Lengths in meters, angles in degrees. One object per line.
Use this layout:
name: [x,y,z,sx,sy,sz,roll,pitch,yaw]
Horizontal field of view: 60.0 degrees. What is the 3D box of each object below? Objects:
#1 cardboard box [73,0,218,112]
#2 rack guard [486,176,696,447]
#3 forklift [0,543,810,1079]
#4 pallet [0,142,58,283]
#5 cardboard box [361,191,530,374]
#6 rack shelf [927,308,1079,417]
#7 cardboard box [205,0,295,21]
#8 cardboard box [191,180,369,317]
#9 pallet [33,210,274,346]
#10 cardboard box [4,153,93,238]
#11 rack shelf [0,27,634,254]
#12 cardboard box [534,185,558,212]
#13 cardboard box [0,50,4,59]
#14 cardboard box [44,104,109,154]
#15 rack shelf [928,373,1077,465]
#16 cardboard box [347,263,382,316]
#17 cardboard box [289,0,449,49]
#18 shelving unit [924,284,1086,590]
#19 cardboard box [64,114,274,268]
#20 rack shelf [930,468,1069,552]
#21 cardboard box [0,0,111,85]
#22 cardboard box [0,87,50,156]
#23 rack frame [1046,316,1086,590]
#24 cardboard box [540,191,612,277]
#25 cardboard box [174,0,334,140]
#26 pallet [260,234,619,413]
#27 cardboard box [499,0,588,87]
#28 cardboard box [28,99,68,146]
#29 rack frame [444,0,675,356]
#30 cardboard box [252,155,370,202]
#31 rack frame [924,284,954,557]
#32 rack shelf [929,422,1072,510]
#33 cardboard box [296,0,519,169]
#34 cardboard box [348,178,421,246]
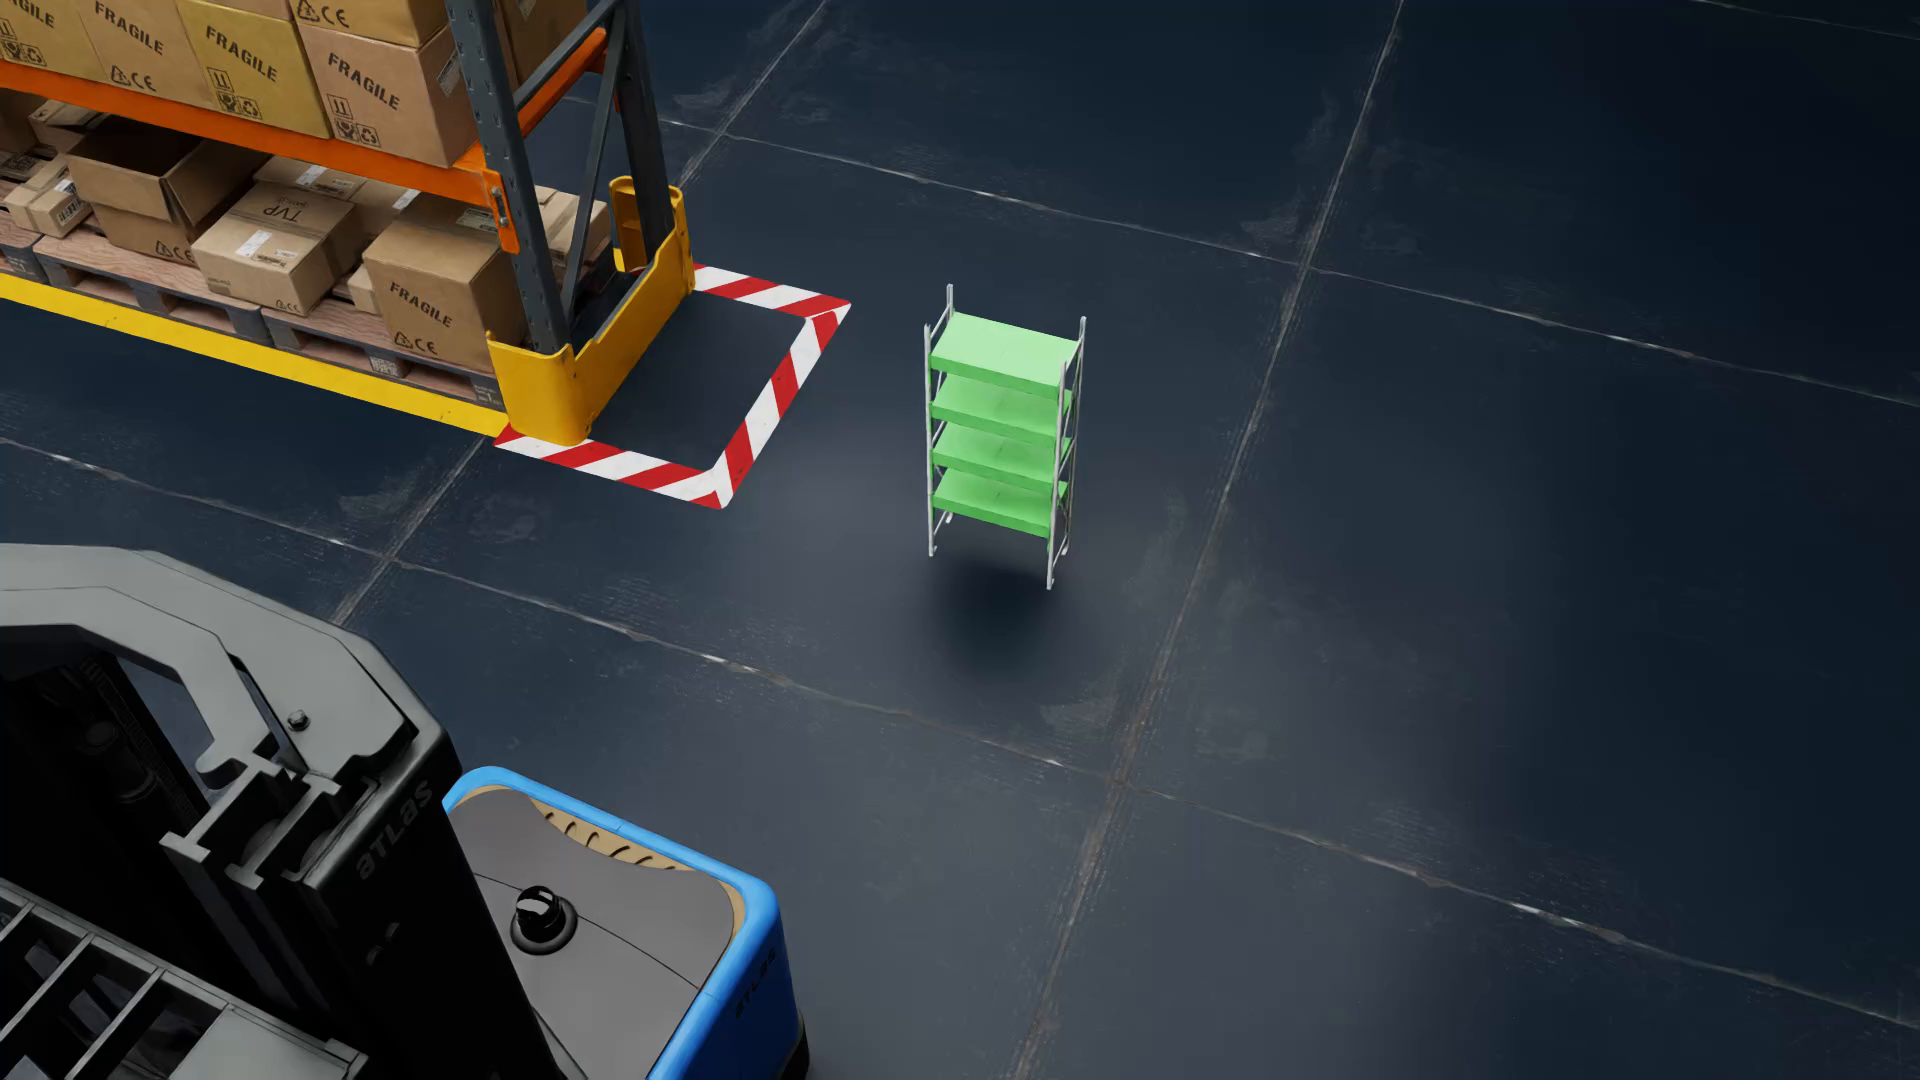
cardboard box: [-2.954,-2.023,6.319,0.500,0.500,0.500,16,51,13]
rack guard: [-1.557,-1.000,7.152,0.348,0.500,1.175,16,51,13]
forklift: [-1.550,1.521,3.359,1.130,2.935,3.031,20,52,16]
pallet: [-4.594,-1.752,7.996,1.213,0.211,1.003,16,51,13]
cardboard box: [-2.081,-1.092,6.941,0.500,0.500,0.500,16,51,13]
rack shelf: [0.155,-0.622,5.811,0.480,0.148,0.258,16,51,13]
cardboard box: [-2.473,-2.212,5.821,0.500,0.500,0.500,17,51,14]
cardboard box: [-2.962,-1.280,7.269,0.500,0.250,0.500,16,51,13]
pallet: [-3.446,-1.434,7.720,1.213,0.211,1.003,16,51,13]
cardboard box: [-4.104,-1.579,7.584,0.250,0.166,0.380,16,51,13]
rack shelf: [-3.362,-2.087,6.916,4.000,0.370,1.077,16,51,13]
cardboard box: [-1.994,-1.433,7.458,0.250,0.166,0.380,16,51,13]
cardboard box: [-3.904,-2.288,6.548,0.500,0.500,0.500,15,51,13]
cardboard box: [-3.902,-1.965,7.823,0.500,0.311,0.500,16,51,13]
rack shelf: [0.155,-0.465,5.993,0.480,0.148,0.258,16,51,13]
cardboard box: [-2.430,-1.152,7.214,0.250,0.166,0.380,16,51,13]
cardboard box: [-1.999,-2.080,5.707,0.500,0.500,0.500,15,51,13]
shelving unit: [0.155,-0.350,6.126,0.503,1.200,0.258,16,51,13]
cardboard box: [-3.474,-1.684,7.452,0.637,0.503,0.797,16,51,13]
rack shelf: [0.155,-0.151,6.355,0.480,0.148,0.258,16,51,13]
cardboard box: [-3.427,-2.156,6.434,0.500,0.500,0.500,15,51,13]
cardboard box: [-4.605,-2.223,7.921,0.500,0.500,0.500,16,51,13]
rack frame: [0.384,-0.286,6.070,0.015,1.200,0.240,16,51,13]
cardboard box: [-1.759,-1.362,7.408,0.250,0.149,0.380,16,51,13]
cardboard box: [-2.488,-1.889,6.203,0.500,0.500,0.500,16,51,13]
pallet: [-2.305,-1.113,7.442,1.213,0.211,1.003,16,51,13]
cardboard box: [-1.811,-2.134,6.415,0.500,0.500,0.500,17,51,14]
cardboard box: [-4.233,-2.053,8.006,0.250,0.149,0.380,16,51,13]
rack frame: [-1.486,-1.798,6.190,0.127,3.000,1.000,16,51,13]
cardboard box: [-2.835,-1.647,7.588,0.500,0.250,0.500,16,51,13]
rack frame: [-0.074,-0.414,6.181,0.015,1.200,0.240,16,51,13]
rack shelf: [0.155,-0.308,6.174,0.480,0.148,0.258,16,51,13]
cardboard box: [-2.000,-1.756,6.087,0.500,0.500,0.500,17,51,14]
cardboard box: [-2.366,-1.516,7.474,0.500,0.250,0.500,16,51,13]
